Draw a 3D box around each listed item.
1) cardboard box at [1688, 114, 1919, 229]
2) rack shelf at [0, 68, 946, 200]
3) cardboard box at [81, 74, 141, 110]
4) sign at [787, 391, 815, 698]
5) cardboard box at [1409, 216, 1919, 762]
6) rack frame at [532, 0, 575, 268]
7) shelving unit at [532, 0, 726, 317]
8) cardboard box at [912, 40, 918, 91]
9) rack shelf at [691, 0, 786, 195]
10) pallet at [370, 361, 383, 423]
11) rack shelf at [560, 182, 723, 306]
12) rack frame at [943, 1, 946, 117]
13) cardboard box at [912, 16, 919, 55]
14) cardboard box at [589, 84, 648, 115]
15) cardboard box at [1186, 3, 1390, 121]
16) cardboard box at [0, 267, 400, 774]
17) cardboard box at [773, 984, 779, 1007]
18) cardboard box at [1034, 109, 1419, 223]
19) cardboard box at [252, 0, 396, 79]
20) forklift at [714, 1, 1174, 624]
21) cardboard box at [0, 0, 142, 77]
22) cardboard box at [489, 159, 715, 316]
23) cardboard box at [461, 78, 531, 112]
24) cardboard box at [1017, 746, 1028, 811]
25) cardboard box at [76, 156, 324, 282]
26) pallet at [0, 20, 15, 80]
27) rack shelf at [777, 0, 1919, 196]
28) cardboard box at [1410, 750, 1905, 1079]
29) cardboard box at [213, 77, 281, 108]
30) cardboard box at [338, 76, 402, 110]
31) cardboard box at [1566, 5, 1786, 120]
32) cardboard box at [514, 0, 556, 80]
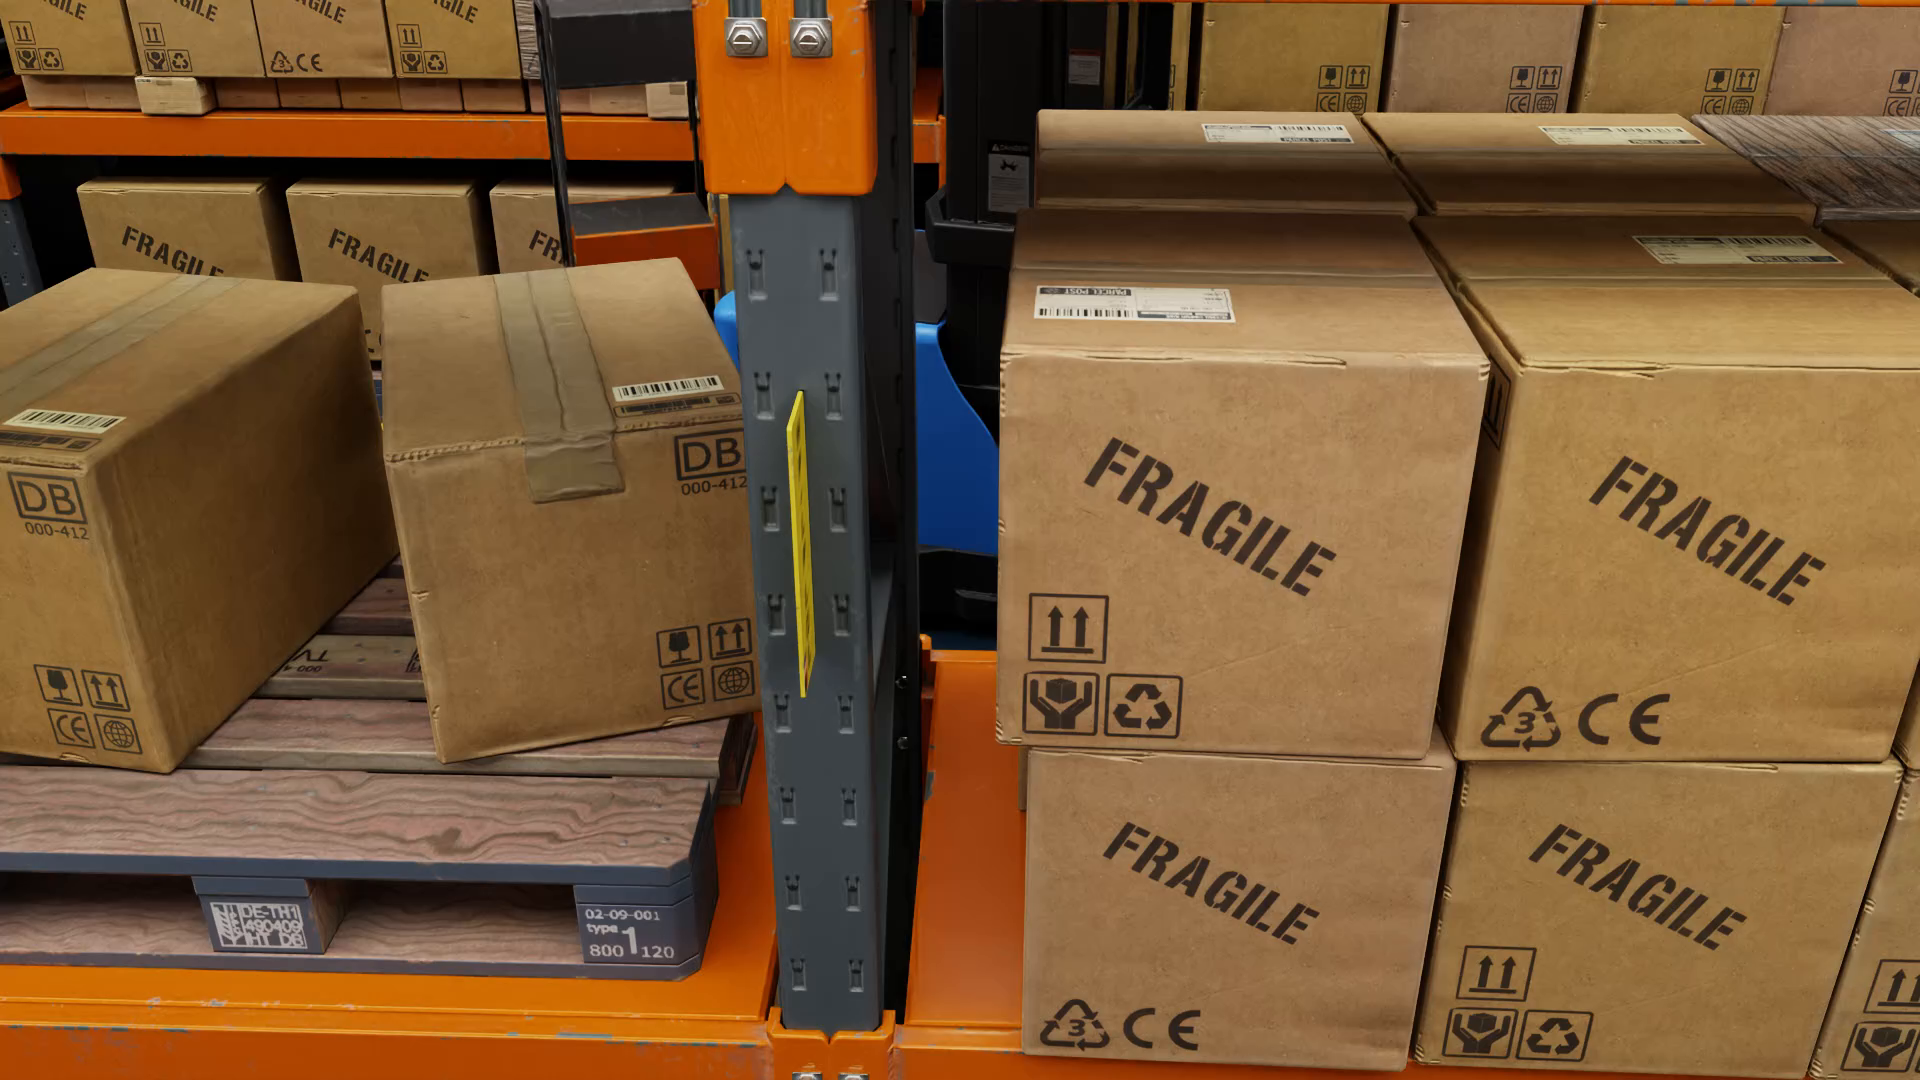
[{"bbox_3d":[1.376,-0.323,2.483,0.500,0.500,0.500,1,28,2],"label":"cardboard box"},{"bbox_3d":[-1.982,-1.774,7.162,4.000,0.370,1.077,1,28,2],"label":"rack shelf"},{"bbox_3d":[-3.409,-1.901,6.880,0.250,0.149,0.380,1,28,2],"label":"cardboard box"},{"bbox_3d":[-0.171,0.008,1.796,0.005,0.325,0.100,1,28,2],"label":"sign"},{"bbox_3d":[0.822,-0.078,2.021,0.500,0.500,0.500,0,28,0],"label":"cardboard box"},{"bbox_3d":[-1.330,-0.888,5.684,0.015,2.100,0.400,-9,29,-16],"label":"rack frame"},{"bbox_3d":[-1.097,-0.923,5.750,0.503,2.100,0.431,-9,29,-16],"label":"shelving unit"},{"bbox_3d":[-0.311,-2.055,7.171,0.250,0.149,0.380,0,28,0],"label":"cardboard box"},{"bbox_3d":[-2.153,-0.781,2.085,4.000,0.370,1.077,1,28,2],"label":"rack shelf"},{"bbox_3d":[-1.980,-0.823,7.578,1.213,0.211,1.003,1,28,2],"label":"pallet"},{"bbox_3d":[-1.097,-0.911,5.756,0.480,0.518,0.431,-9,29,-16],"label":"rack shelf"},{"bbox_3d":[0.017,-2.059,6.931,0.127,3.000,1.000,1,28,2],"label":"rack frame"},{"bbox_3d":[-0.434,-2.369,7.070,0.500,0.500,0.500,0,28,0],"label":"cardboard box"},{"bbox_3d":[-1.350,-1.860,6.803,0.250,0.149,0.380,1,28,2],"label":"cardboard box"},{"bbox_3d":[1.287,-2.160,6.802,0.700,0.700,0.980,0,28,0],"label":"cardboard box"},{"bbox_3d":[-1.310,-0.064,2.613,0.500,0.500,0.700,5,28,10],"label":"cardboard box"},{"bbox_3d":[-0.629,1.048,3.270,0.500,0.500,0.500,0,28,-1],"label":"cardboard box"},{"bbox_3d":[0.360,-0.339,2.512,0.500,0.500,0.500,1,28,2],"label":"cardboard box"},{"bbox_3d":[-2.486,-2.160,6.676,0.500,0.500,0.500,1,28,2],"label":"cardboard box"},{"bbox_3d":[0.751,-1.131,5.254,3.031,2.935,1.130,8,29,15],"label":"forklift"},{"bbox_3d":[-3.505,-2.182,6.717,0.500,0.500,0.500,2,28,3],"label":"cardboard box"},{"bbox_3d":[-1.526,-1.258,7.267,0.750,0.750,0.750,2,28,3],"label":"cardboard box"},{"bbox_3d":[-1.864,-1.881,6.843,0.250,0.149,0.380,2,28,3],"label":"cardboard box"},{"bbox_3d":[0.354,0.104,2.745,0.500,0.500,0.500,1,28,3],"label":"cardboard box"},{"bbox_3d":[-3.251,-1.287,7.322,0.750,0.750,0.750,1,28,1],"label":"cardboard box"},{"bbox_3d":[-4.697,-2.002,7.029,1.003,0.211,1.213,1,28,2],"label":"pallet"},{"bbox_3d":[1.844,-0.715,1.961,4.000,0.370,1.077,1,28,2],"label":"rack shelf"},{"bbox_3d":[0.857,0.359,2.264,0.500,0.500,0.500,1,28,3],"label":"cardboard box"},{"bbox_3d":[-2.890,-1.910,6.898,0.250,0.149,0.380,1,28,1],"label":"cardboard box"},{"bbox_3d":[-2.373,-1.901,6.880,0.250,0.149,0.380,1,28,3],"label":"cardboard box"},{"bbox_3d":[2.777,-2.136,6.756,0.700,0.700,0.980,1,28,1],"label":"cardboard box"},{"bbox_3d":[-1.466,-2.149,6.656,0.500,0.500,0.500,1,28,2],"label":"cardboard box"}]
